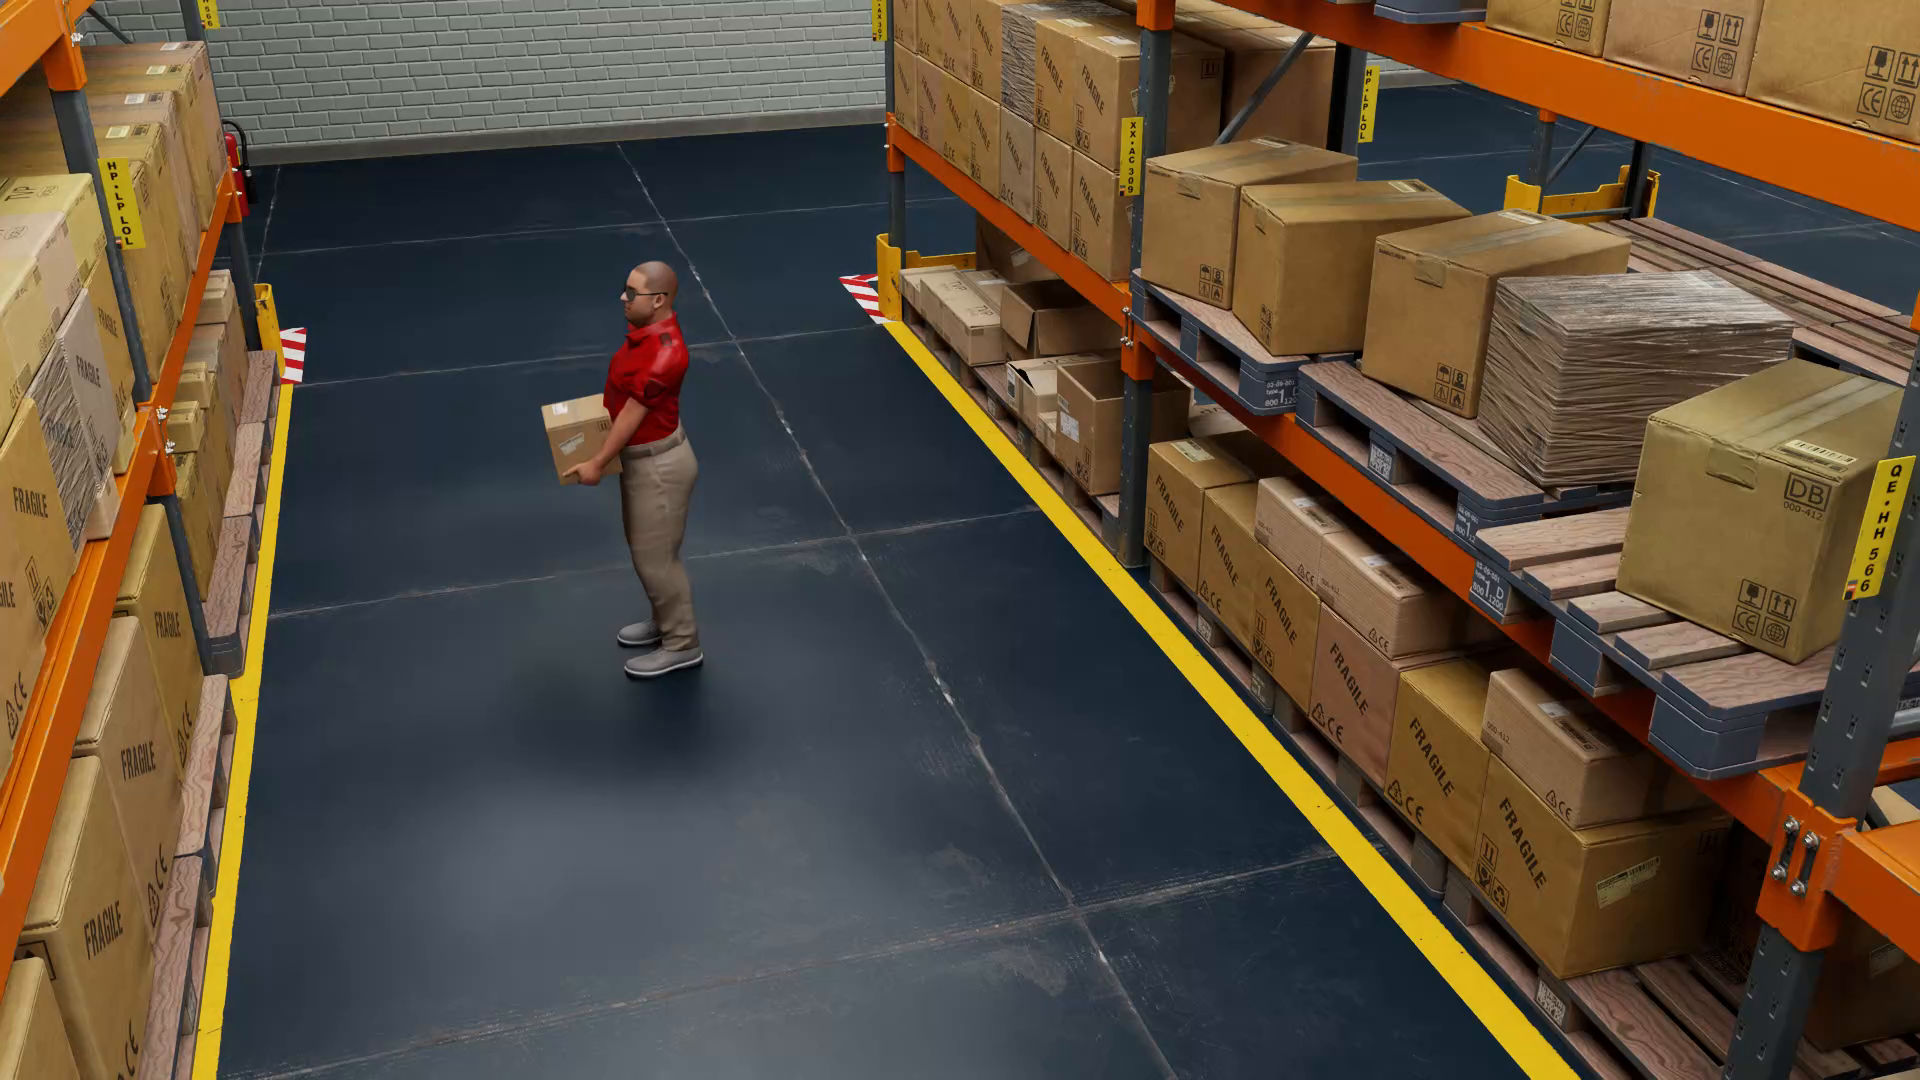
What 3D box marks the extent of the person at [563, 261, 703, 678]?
[{"bbox_3d":[-1.333,-0.277,6.712,0.537,1.717,0.494,-8,27,-15],"label":"person"}]
